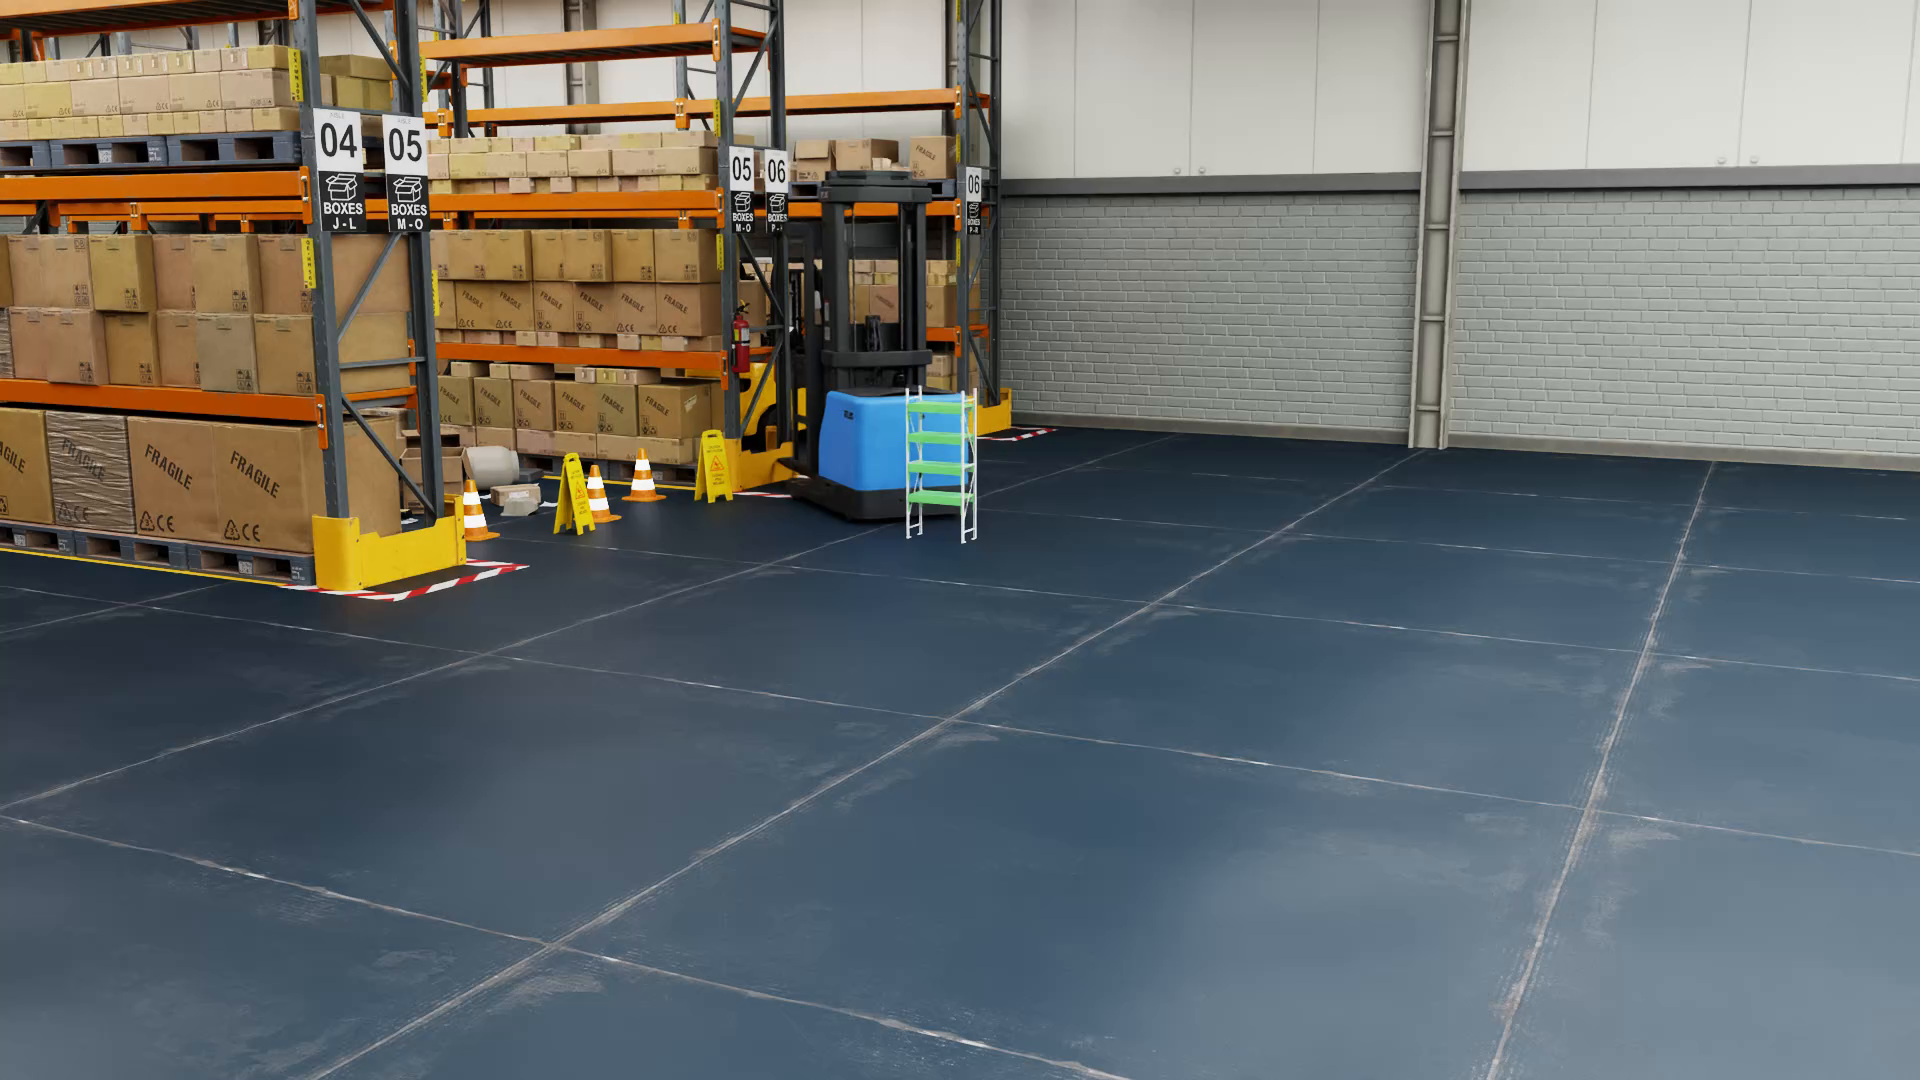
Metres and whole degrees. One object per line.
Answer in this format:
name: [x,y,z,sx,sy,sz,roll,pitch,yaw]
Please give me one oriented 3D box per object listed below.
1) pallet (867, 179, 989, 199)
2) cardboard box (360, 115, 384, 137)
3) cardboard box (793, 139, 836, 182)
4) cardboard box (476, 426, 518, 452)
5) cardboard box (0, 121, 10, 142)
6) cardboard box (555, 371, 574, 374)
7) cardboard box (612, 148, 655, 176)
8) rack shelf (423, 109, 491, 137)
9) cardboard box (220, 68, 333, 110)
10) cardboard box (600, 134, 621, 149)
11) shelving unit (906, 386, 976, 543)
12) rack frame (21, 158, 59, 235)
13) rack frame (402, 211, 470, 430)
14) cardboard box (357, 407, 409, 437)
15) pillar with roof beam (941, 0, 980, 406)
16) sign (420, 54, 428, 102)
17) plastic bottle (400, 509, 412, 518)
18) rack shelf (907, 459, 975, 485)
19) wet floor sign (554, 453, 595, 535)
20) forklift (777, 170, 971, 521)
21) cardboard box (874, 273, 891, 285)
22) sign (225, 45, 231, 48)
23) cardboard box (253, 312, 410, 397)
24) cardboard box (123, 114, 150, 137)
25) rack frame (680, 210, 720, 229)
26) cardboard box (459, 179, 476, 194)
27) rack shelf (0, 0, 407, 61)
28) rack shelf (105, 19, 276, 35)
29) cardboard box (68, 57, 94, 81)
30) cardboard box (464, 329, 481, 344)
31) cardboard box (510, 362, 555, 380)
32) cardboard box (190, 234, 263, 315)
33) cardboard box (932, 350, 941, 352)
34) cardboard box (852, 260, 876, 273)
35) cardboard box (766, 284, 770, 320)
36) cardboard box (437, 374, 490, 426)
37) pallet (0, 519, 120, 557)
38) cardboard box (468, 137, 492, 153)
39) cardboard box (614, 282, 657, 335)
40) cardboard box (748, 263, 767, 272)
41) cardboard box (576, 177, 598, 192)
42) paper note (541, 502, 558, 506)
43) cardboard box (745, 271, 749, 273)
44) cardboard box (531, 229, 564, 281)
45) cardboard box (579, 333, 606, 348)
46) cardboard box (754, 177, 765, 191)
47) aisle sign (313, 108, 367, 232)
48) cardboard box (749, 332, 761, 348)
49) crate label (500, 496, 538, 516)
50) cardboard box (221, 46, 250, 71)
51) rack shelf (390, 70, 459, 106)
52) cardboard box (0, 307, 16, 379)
pallet: [-0.387,-4.314,20.472,1.213,0.211,1.003,5,11,26]
cardboard box: [-4.222,-2.917,11.747,0.250,0.149,0.380,5,11,26]
cardboard box: [-1.651,-4.750,20.878,0.637,0.503,0.797,5,12,28]
cardboard box: [-4.651,-1.068,17.250,0.500,0.250,0.500,6,12,29]
cardboard box: [-7.012,-3.031,12.377,0.250,0.149,0.380,5,11,26]
cardboard box: [-4.438,-1.523,17.660,0.500,0.500,0.500,5,12,27]
cardboard box: [-2.980,-3.617,15.955,0.500,0.250,0.500,5,11,25]
rack shelf: [-8.732,-6.011,24.320,4.000,0.370,1.077,5,11,26]
cardboard box: [-4.619,-3.029,11.246,0.500,0.250,0.500,5,11,27]
cardboard box: [-3.263,-3.846,16.099,0.250,0.149,0.380,5,11,26]
shelving unit: [-0.148,-0.603,13.195,0.503,1.200,0.258,5,11,26]
rack frame: [-7.644,-1.546,13.348,0.127,3.000,1.000,5,11,26]
rack frame: [-5.544,-2.344,17.760,0.127,3.000,1.000,5,11,26]
cardboard box: [-6.016,-1.299,18.183,0.625,0.372,0.950,5,11,27]
pillar with roof beam: [-1.895,-5.285,17.166,0.400,9.000,9.100,5,11,26]
sign: [-3.806,-3.264,11.741,0.005,0.325,0.100,5,11,26]
plastic bottle: [-4.878,-0.226,14.309,0.283,0.061,0.133,1,10,6]
rack shelf: [-0.148,-0.541,13.207,0.480,0.148,0.258,5,11,26]
wet floor sign: [-3.155,-0.386,13.551,0.232,0.644,0.267,3,11,16]
forklift: [-0.949,-1.819,15.051,1.130,2.935,3.031,-4,11,-22]
cardboard box: [-0.864,-3.240,20.607,0.250,0.149,0.380,5,11,25]
sign: [-10.782,-7.133,24.530,0.005,0.325,0.100,5,11,26]
cardboard box: [-4.410,-1.326,11.715,0.550,0.550,0.875,5,11,26]
cardboard box: [-5.644,-2.911,11.715,0.250,0.149,0.380,5,11,26]
rack frame: [-3.351,-3.137,22.142,0.127,3.000,1.000,5,11,26]
cardboard box: [-4.892,-3.601,16.989,0.250,0.149,0.380,5,11,26]
rack shelf: [-5.850,-3.789,12.042,4.000,0.370,1.077,5,11,26]
rack shelf: [-12.319,-8.159,25.730,4.000,0.370,1.077,5,11,26]
cardboard box: [-6.104,-3.343,11.865,0.250,0.149,0.380,5,11,26]
cardboard box: [-4.903,-2.117,17.209,0.250,0.149,0.380,5,11,26]
cardboard box: [-4.345,-1.716,16.904,0.250,0.149,0.380,6,12,29]
cardboard box: [-4.906,-1.900,11.851,0.550,0.550,0.875,5,11,26]
cardboard box: [-0.561,-2.275,21.109,0.500,0.250,0.500,5,11,26]
cardboard box: [-1.133,-3.396,20.637,0.250,0.149,0.380,5,12,27]
cardboard box: [-2.140,-3.032,21.278,0.500,0.500,0.500,5,11,25]
cardboard box: [-5.135,-1.477,17.406,0.500,0.500,0.500,6,12,29]
pallet: [-6.997,-0.101,13.196,1.213,0.211,1.003,5,11,26]
cardboard box: [-4.704,-3.949,16.671,0.250,0.149,0.380,5,11,25]
cardboard box: [-3.013,-2.264,16.198,0.500,0.500,0.500,5,11,26]
cardboard box: [-2.504,-3.518,21.308,0.250,0.149,0.380,5,12,27]
cardboard box: [-3.537,-3.470,16.264,0.250,0.149,0.380,5,11,24]
paper note: [-3.686,-0.325,14.938,0.142,0.019,0.148,1,10,6]
cardboard box: [-2.703,-3.402,21.504,0.250,0.149,0.380,5,11,26]
cardboard box: [-3.851,-2.848,16.622,0.500,0.500,0.700,5,11,25]
cardboard box: [-3.565,-1.990,16.510,0.250,0.149,0.380,5,11,25]
cardboard box: [-2.111,-3.459,16.205,0.250,0.149,0.380,5,11,26]
aisle sign: [-4.126,-2.456,11.079,0.004,0.787,0.394,5,11,26]
cardboard box: [-2.170,-1.965,16.371,0.250,0.149,0.380,5,11,26]
crate label: [-3.832,-0.296,14.482,0.298,0.136,0.250,-1,10,-4]
cardboard box: [-4.732,-3.223,11.201,0.250,0.149,0.380,5,11,26]
rack shelf: [-7.338,-4.903,18.196,4.000,0.370,1.077,5,11,26]
cardboard box: [-7.308,-1.592,13.184,0.550,0.550,0.875,5,11,26]
